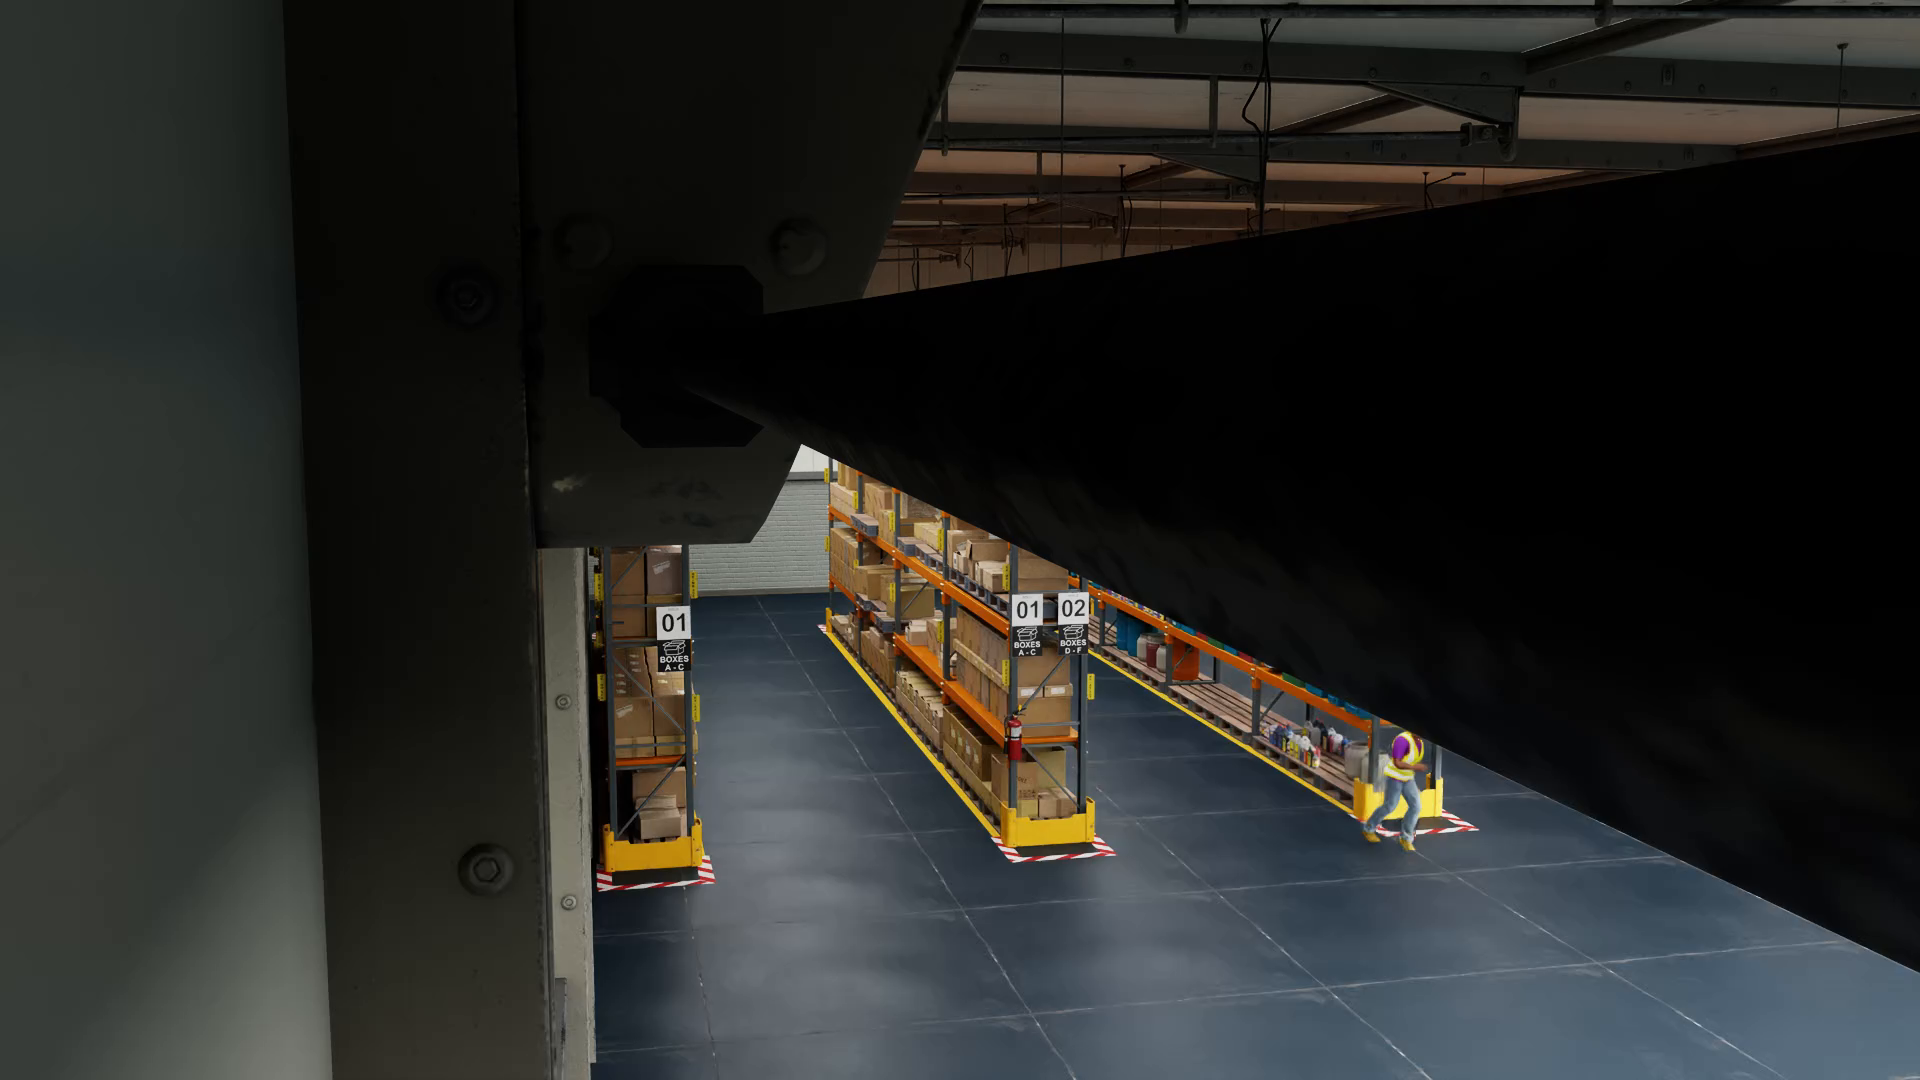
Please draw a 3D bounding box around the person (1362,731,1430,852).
[{"bbox_3d":[5.533,3.040,20.894,0.851,1.812,0.758,6,9,42],"label":"person"}]
